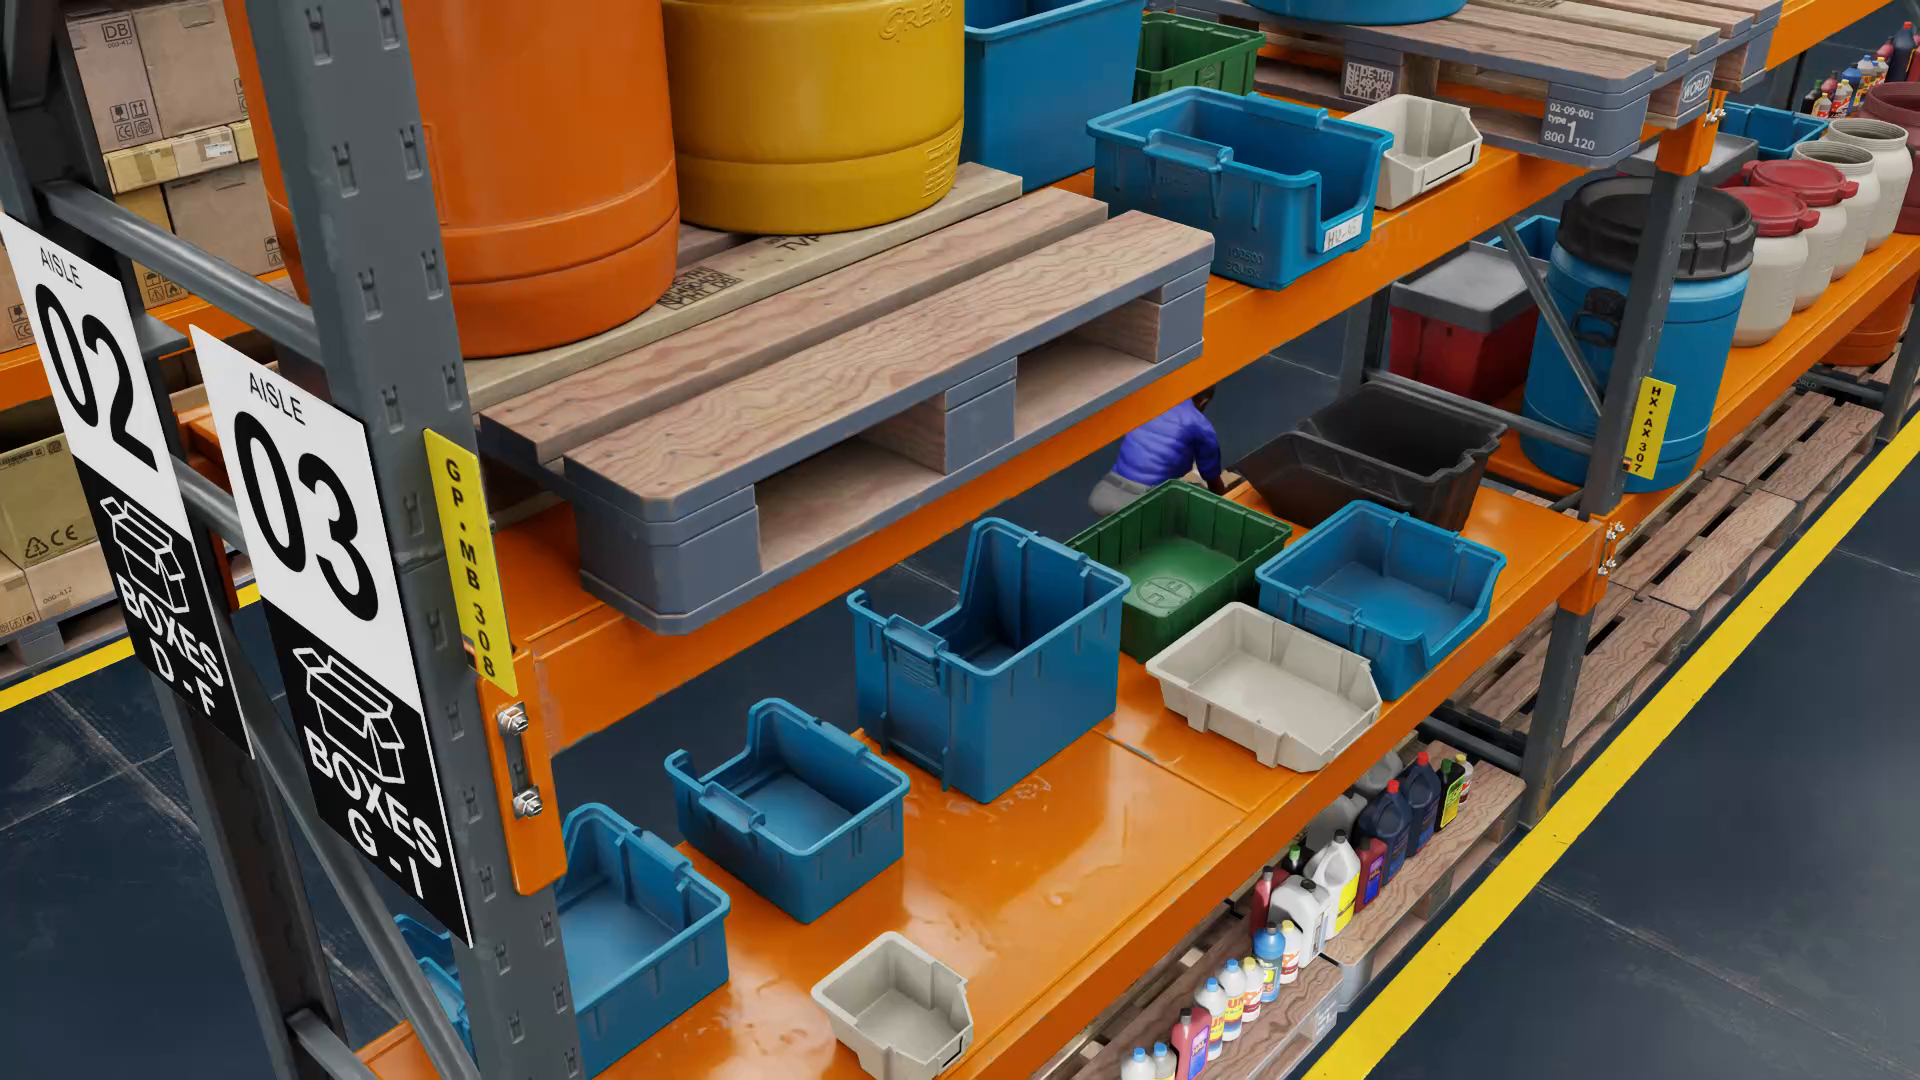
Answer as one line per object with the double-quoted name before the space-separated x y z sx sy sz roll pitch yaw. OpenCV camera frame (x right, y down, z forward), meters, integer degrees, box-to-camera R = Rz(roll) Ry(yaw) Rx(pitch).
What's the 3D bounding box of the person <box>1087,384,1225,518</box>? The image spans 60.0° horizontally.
"person" 0.907 -0.280 7.435 0.480 0.810 0.813 25 40 35
